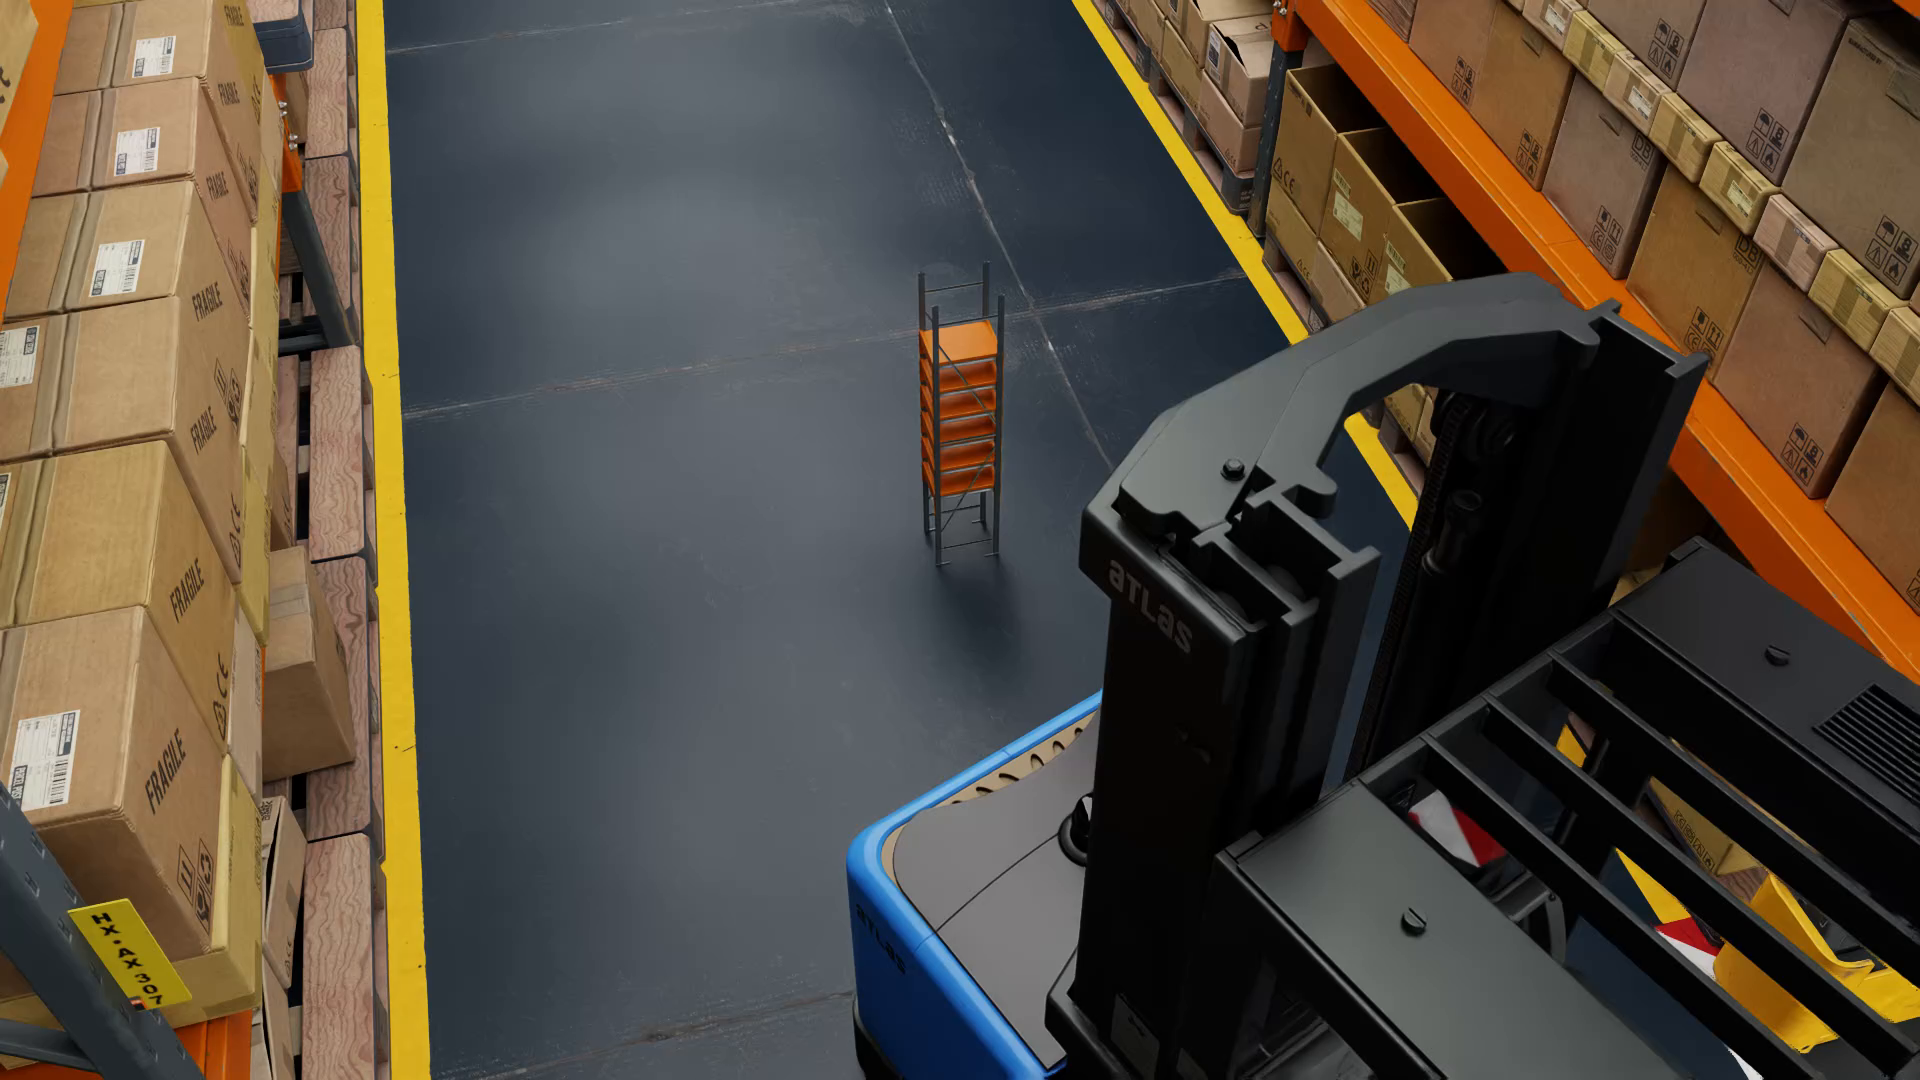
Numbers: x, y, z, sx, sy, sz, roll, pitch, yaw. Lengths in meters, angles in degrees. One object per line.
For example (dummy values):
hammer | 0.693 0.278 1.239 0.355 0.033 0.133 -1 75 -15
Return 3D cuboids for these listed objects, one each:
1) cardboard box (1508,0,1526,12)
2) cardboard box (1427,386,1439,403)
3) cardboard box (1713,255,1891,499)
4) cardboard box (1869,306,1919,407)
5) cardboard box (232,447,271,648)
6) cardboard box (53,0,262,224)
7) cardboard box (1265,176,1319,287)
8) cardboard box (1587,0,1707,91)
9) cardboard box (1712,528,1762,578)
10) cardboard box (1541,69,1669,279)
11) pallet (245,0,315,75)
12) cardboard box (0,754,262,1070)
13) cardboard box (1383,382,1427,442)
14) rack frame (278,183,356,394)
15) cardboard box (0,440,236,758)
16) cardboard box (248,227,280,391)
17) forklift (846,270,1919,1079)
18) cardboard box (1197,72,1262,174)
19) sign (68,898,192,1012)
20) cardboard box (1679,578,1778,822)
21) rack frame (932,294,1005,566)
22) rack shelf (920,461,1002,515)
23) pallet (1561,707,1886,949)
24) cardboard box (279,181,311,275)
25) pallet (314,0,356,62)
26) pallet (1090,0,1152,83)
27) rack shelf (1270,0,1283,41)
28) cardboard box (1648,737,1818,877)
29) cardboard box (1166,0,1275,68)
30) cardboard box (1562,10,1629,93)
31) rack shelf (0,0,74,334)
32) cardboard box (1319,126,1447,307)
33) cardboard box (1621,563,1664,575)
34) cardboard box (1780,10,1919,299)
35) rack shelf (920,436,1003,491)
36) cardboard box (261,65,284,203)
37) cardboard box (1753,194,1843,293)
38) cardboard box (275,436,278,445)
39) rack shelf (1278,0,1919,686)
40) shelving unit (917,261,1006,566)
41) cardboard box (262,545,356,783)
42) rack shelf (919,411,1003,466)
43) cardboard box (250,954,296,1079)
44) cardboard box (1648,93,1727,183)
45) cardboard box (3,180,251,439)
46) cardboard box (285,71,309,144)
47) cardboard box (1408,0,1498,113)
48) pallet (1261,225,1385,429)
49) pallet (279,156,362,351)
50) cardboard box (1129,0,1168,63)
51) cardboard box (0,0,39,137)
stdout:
cardboard box | 1.965 -1.890 5.477 0.380 0.149 0.250 -12 47 -12
cardboard box | 2.023 -0.588 5.832 0.500 0.500 0.500 -11 47 -10
cardboard box | 2.599 -0.513 4.583 0.700 0.500 0.500 -10 46 -9
cardboard box | 2.495 -0.463 4.080 0.380 0.149 0.250 -10 46 -9
cardboard box | -2.032 0.058 4.184 0.500 0.250 0.500 -11 47 -11
cardboard box | -2.413 -1.249 4.940 0.500 0.500 0.500 -11 47 -11
cardboard box | 1.647 -1.363 7.116 0.500 0.250 0.500 -11 47 -10
cardboard box | 2.326 -1.698 4.835 0.700 0.500 0.500 -11 47 -10
cardboard box | 2.793 0.005 5.251 0.500 0.500 0.500 -11 47 -10
cardboard box | 2.339 -1.220 5.275 0.700 0.500 0.500 -9 46 -9
pallet | -3.022 -2.132 6.374 1.003 0.211 1.213 -11 47 -10
cardboard box | -1.761 0.767 3.489 0.500 0.250 0.500 -12 47 -11
cardboard box | 1.893 -0.670 6.438 0.500 0.250 0.500 -11 47 -10
rack frame | -2.967 -1.645 5.762 1.000 3.000 0.127 -11 47 -10
cardboard box | -1.891 0.172 3.547 0.500 0.500 0.500 -11 47 -10
cardboard box | -2.289 -0.638 4.866 0.500 0.250 0.500 -11 47 -11
forklift | 0.975 1.111 3.109 1.130 2.935 3.031 -27 52 -24
cardboard box | 1.435 -1.971 7.713 0.500 0.250 0.500 -11 47 -11
sign | -1.418 0.714 2.844 0.100 0.325 0.005 -11 47 -10
cardboard box | 2.420 0.445 4.820 0.500 0.500 0.500 -11 47 -10
rack frame | 0.027 -0.347 5.750 0.240 1.200 0.006 -11 47 -10
rack shelf | 0.004 -0.211 6.015 0.258 0.103 0.180 -11 47 -10
pallet | 2.609 0.664 5.452 1.003 0.211 1.213 -11 47 -10
cardboard box | -3.171 -1.429 6.993 0.700 0.500 0.500 -9 46 -9
pallet | -3.792 -2.891 8.935 1.003 0.211 1.213 -11 47 -10
pallet | 1.279 -2.923 8.967 1.003 0.211 1.213 -11 47 -10
rack shelf | 1.309 -3.683 8.262 1.077 0.370 4.000 -11 47 -10
cardboard box | 2.422 0.707 5.088 0.500 0.250 0.500 -11 47 -10
cardboard box | 1.301 -2.520 7.858 0.500 0.311 0.500 -10 46 -9
cardboard box | 2.103 -1.526 5.121 0.380 0.149 0.250 -11 47 -11
rack shelf | -2.455 -1.063 3.595 1.077 0.370 4.000 -11 47 -10
cardboard box | 1.773 -1.279 6.510 0.500 0.500 0.500 -11 47 -10
cardboard box | 2.153 0.019 5.762 0.500 0.250 0.500 -11 47 -10
cardboard box | 2.584 -1.004 4.156 0.700 0.500 0.500 -12 47 -11
rack shelf | 0.004 -0.295 5.929 0.258 0.103 0.180 -11 47 -10
cardboard box | -2.552 -1.328 5.542 0.500 0.250 0.500 -11 47 -10
cardboard box | 2.367 -0.814 4.423 0.380 0.149 0.250 -10 46 -10
cardboard box | -2.801 -0.444 6.260 0.380 0.166 0.250 -16 48 -15
rack shelf | 2.333 -0.921 5.556 1.077 0.370 4.000 -11 47 -10
shelving unit | 0.004 -0.410 5.812 0.258 1.200 0.189 -11 47 -10
cardboard box | -2.318 0.434 5.167 0.700 0.500 0.500 -13 47 -13
rack shelf | 0.004 -0.379 5.843 0.258 0.103 0.180 -11 47 -10
cardboard box | -2.033 1.409 4.343 0.500 0.311 0.500 -16 48 -15
cardboard box | 2.230 -1.177 4.779 0.380 0.149 0.250 -10 46 -9
cardboard box | -2.161 -0.540 4.245 0.500 0.500 0.500 -9 46 -9
cardboard box | -3.443 -2.137 7.686 0.700 0.500 0.500 -10 46 -10
cardboard box | 2.082 -1.920 5.962 0.700 0.500 0.500 -11 47 -11
pallet | 1.984 -1.021 7.103 1.003 0.211 1.213 -11 47 -10
pallet | -3.167 -1.206 7.285 1.003 0.211 1.213 -11 47 -10
cardboard box | 1.175 -2.674 8.402 0.500 0.250 0.500 -10 46 -9
cardboard box | -2.026 -0.987 2.933 0.500 0.500 0.500 -9 46 -8
